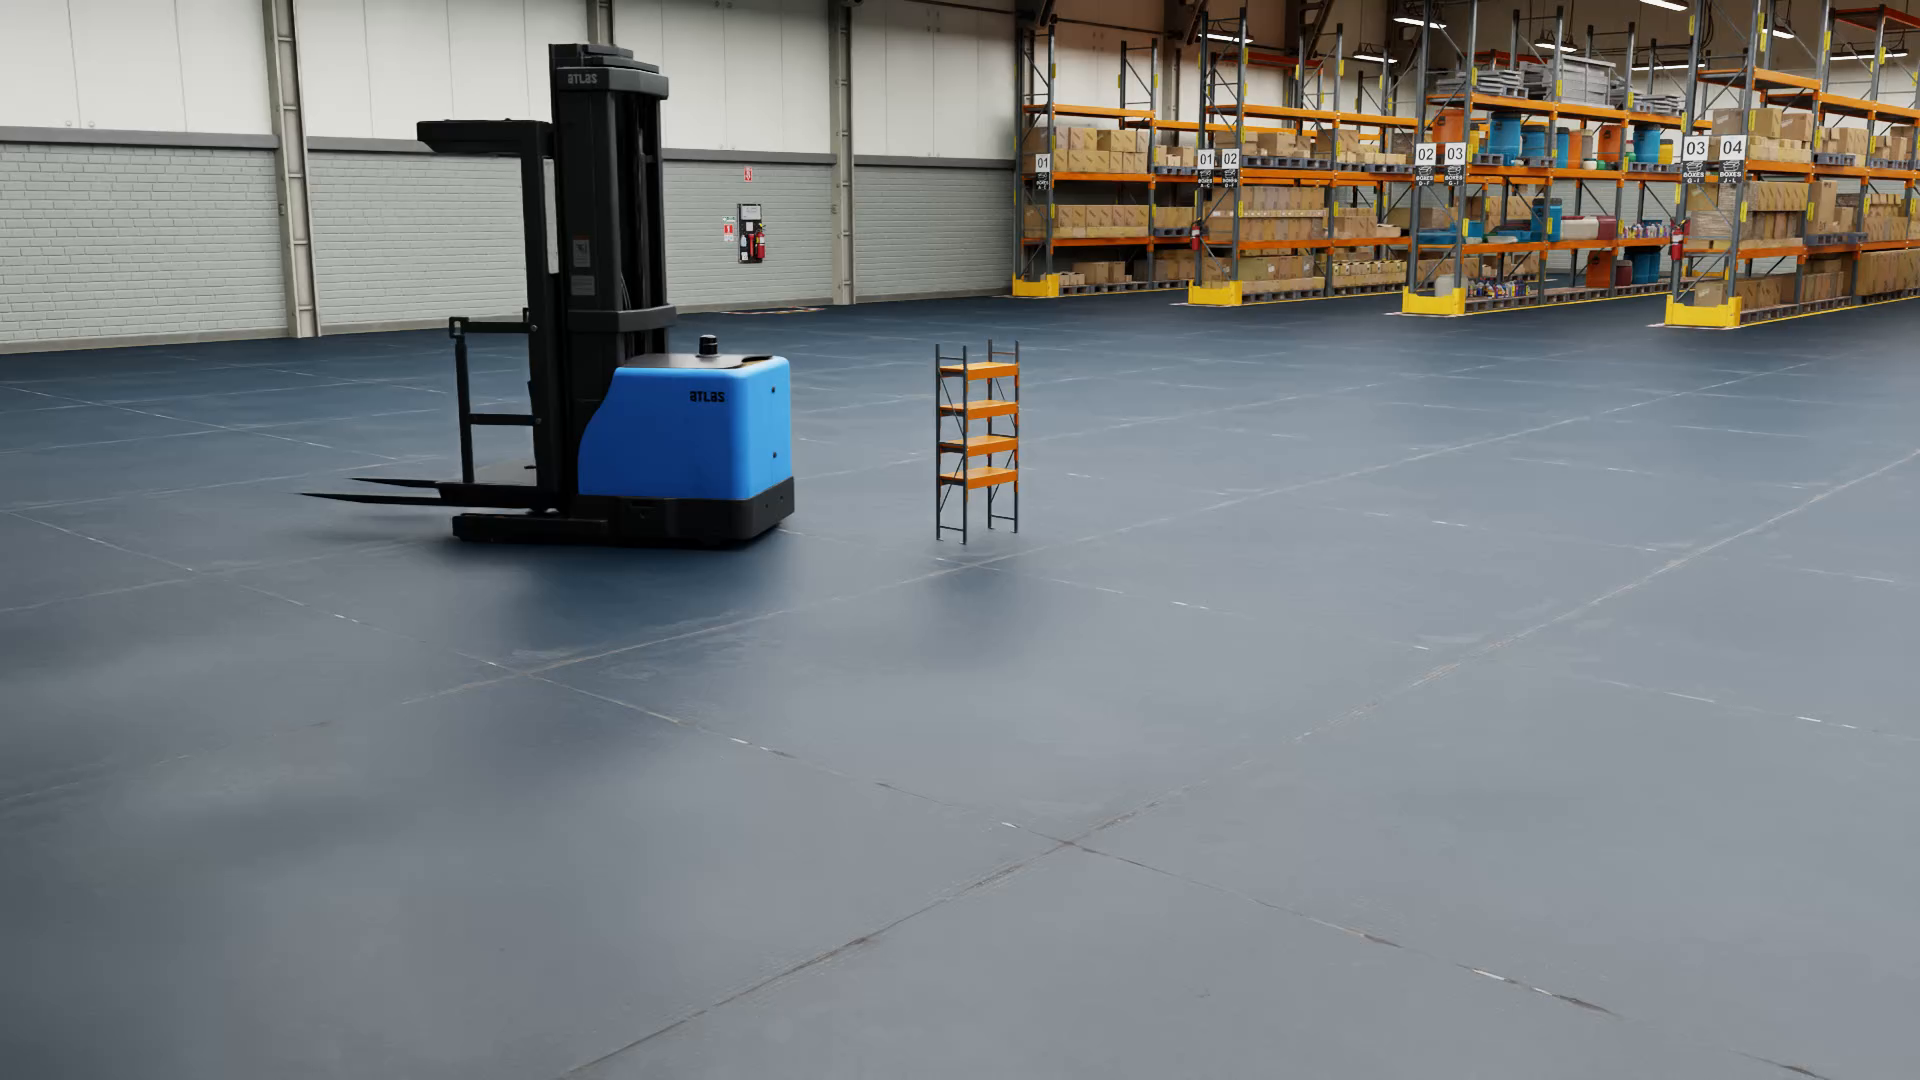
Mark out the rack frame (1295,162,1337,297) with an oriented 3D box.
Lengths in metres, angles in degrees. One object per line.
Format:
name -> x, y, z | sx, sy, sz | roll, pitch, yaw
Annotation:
rack frame -> 8.061, -7.072, 37.959 | 1.000, 3.000, 0.127 | 10, 15, 40

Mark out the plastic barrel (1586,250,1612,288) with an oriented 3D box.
plastic barrel -> 14.729, -6.235, 38.239 | 0.600, 0.830, 0.708 | 10, 15, 40

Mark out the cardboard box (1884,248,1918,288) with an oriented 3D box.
cardboard box -> 21.276, -6.218, 38.038 | 0.875, 0.875, 0.875 | 10, 15, 40

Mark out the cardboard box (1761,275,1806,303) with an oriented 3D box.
cardboard box -> 15.921, -4.868, 32.184 | 0.700, 0.500, 0.500 | 8, 14, 36

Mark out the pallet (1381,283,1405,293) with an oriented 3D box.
pallet -> 10.128, -6.177, 40.597 | 1.003, 0.211, 1.213 | 10, 15, 40

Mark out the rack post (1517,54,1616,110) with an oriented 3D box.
rack post -> 13.014, -9.771, 35.649 | 1.013, 1.000, 3.121 | 10, 15, 40

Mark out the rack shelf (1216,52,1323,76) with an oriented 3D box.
rack shelf -> 8.298, -12.813, 44.740 | 1.077, 0.370, 4.000 | 10, 15, 40

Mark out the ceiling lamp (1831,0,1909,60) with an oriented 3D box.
ceiling lamp -> 23.364, -14.070, 42.777 | 2.000, 3.185, 0.800 | 10, 15, 40

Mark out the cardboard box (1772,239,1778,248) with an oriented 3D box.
cardboard box -> 14.577, -5.379, 30.124 | 0.380, 0.149, 0.250 | 10, 15, 40

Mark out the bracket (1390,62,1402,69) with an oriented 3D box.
bracket -> 13.384, -14.586, 51.075 | 0.235, 0.232, 0.430 | 10, 15, 40

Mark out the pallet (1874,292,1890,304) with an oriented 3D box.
pallet -> 19.522, -5.296, 36.190 | 1.003, 0.211, 1.213 | 10, 15, 40

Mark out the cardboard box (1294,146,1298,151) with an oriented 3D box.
cardboard box -> 7.174, -8.654, 37.021 | 0.500, 0.311, 0.500 | 9, 14, 37

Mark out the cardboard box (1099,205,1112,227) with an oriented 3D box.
cardboard box -> 3.249, -7.683, 39.435 | 0.500, 0.500, 0.500 | 10, 15, 42

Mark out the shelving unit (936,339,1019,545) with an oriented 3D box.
shelving unit -> 0.109, -0.613, 10.216 | 0.258, 1.200, 0.503 | 10, 15, 40

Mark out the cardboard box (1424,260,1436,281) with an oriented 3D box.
cardboard box -> 11.557, -6.758, 41.647 | 0.500, 0.500, 0.500 | 9, 14, 38

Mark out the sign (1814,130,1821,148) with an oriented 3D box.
sign -> 15.912, -7.446, 30.854 | 0.100, 0.325, 0.005 | 10, 15, 40

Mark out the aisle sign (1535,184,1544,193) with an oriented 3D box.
aisle sign -> 16.257, -10.082, 46.396 | 0.394, 0.787, 0.004 | 10, 15, 40

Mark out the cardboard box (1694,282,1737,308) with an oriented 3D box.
cardboard box -> 13.284, -4.272, 29.250 | 0.500, 0.500, 0.500 | -9, 14, -37

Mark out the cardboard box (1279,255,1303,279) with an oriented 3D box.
cardboard box -> 7.253, -6.054, 36.899 | 0.500, 0.500, 0.500 | 10, 15, 40

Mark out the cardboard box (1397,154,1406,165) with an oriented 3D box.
cardboard box -> 10.444, -9.190, 40.214 | 0.500, 0.250, 0.500 | 8, 14, 36

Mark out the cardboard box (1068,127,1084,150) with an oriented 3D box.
cardboard box -> 2.502, -9.236, 38.276 | 0.500, 0.500, 0.500 | 10, 15, 40

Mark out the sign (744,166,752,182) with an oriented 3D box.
sign -> -4.192, -7.245, 32.908 | 0.001, 0.298, 0.199 | 10, 15, 40

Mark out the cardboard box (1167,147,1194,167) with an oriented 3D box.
cardboard box -> 5.572, -9.689, 42.077 | 0.500, 0.500, 0.500 | 9, 14, 38

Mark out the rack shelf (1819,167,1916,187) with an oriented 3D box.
rack shelf -> 19.460, -7.791, 35.740 | 1.077, 0.370, 4.000 | 10, 15, 40

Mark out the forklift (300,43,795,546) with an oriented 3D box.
forklift -> -2.638, -1.521, 10.341 | 3.031, 2.935, 1.130 | 2, 12, 11

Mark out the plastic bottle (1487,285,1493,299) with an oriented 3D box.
plastic bottle -> 10.569, -4.947, 33.161 | 0.097, 0.271, 0.097 | 0, 11, 0

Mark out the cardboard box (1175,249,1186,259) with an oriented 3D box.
cardboard box -> 5.439, -7.322, 42.556 | 0.500, 0.250, 0.500 | 9, 15, 39

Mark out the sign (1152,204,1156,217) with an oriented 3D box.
sign -> 4.750, -8.067, 40.732 | 0.100, 0.325, 0.005 | 10, 15, 40

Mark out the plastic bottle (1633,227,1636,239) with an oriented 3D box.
plastic bottle -> 15.591, -7.113, 38.495 | 0.097, 0.271, 0.097 | 0, 11, 0

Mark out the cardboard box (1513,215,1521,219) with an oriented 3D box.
cardboard box -> 14.885, -8.562, 45.163 | 0.500, 0.500, 0.500 | 9, 15, 40

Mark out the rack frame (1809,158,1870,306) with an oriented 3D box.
rack frame -> 18.140, -6.379, 34.490 | 1.000, 3.000, 0.127 | 10, 15, 40

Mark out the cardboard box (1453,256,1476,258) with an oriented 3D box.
cardboard box -> 13.504, -7.359, 44.657 | 0.500, 0.500, 0.500 | 10, 15, 40

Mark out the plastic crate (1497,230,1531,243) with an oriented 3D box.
plastic crate -> 11.252, -6.160, 33.773 | 0.499, 0.251, 0.616 | 10, 15, 40

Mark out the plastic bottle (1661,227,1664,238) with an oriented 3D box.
plastic bottle -> 16.801, -7.393, 39.886 | 0.152, 0.276, 0.135 | 10, 15, 40

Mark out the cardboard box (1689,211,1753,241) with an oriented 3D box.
cardboard box -> 13.243, -5.474, 28.946 | 0.875, 0.500, 0.500 | 10, 15, 40

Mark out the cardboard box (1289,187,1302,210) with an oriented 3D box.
cardboard box -> 7.109, -7.543, 36.750 | 0.700, 0.500, 0.500 | 10, 15, 40

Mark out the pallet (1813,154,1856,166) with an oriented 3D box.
pallet -> 16.669, -7.399, 32.420 | 1.213, 0.211, 1.003 | 10, 15, 40

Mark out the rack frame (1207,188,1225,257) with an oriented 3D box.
rack frame -> 6.977, -8.300, 44.109 | 1.000, 3.000, 0.127 | 10, 15, 40

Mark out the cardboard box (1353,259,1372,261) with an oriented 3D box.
cardboard box -> 9.794, -6.675, 40.491 | 0.500, 0.311, 0.500 | 9, 15, 39

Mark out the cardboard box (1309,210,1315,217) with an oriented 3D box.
cardboard box -> 7.706, -7.296, 37.171 | 0.380, 0.149, 0.250 | 9, 15, 39

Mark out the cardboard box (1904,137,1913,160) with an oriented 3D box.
cardboard box -> 21.252, -8.865, 37.697 | 0.700, 0.500, 0.500 | 9, 14, 37

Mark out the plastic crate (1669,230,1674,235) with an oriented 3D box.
plastic crate -> 17.474, -7.558, 40.913 | 0.396, 0.136, 0.243 | 10, 15, 40

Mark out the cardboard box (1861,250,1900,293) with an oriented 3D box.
cardboard box -> 19.784, -5.903, 36.460 | 1.225, 0.875, 0.875 | 9, 14, 38

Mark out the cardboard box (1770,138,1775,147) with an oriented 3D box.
cardboard box -> 14.099, -6.992, 29.268 | 0.380, 0.149, 0.250 | 9, 14, 38

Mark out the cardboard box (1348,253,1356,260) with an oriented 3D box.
cardboard box -> 11.210, -8.194, 48.886 | 0.700, 0.500, 0.500 | 9, 14, 39

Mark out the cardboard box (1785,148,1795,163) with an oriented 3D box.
cardboard box -> 14.710, -6.936, 30.003 | 0.500, 0.250, 0.500 | 10, 15, 40

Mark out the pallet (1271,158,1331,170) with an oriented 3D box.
pallet -> 7.517, -8.370, 37.029 | 1.003, 0.211, 1.213 | 10, 15, 40

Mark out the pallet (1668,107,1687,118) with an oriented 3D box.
pallet -> 16.537, -10.135, 39.483 | 1.003, 0.211, 1.213 | 10, 15, 40

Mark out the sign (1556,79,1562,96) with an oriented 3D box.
sign -> 12.185, -9.197, 33.818 | 0.100, 0.325, 0.005 | 10, 15, 40

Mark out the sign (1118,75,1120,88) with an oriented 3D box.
sign -> 3.916, -11.260, 40.823 | 0.100, 0.325, 0.005 | 10, 15, 40

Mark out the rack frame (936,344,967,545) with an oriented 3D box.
rack frame -> -0.052, -0.577, 10.036 | 0.240, 1.200, 0.015 | 10, 15, 40

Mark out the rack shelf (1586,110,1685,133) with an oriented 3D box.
rack shelf -> 15.740, -9.706, 38.691 | 1.077, 0.370, 4.000 | 10, 15, 40

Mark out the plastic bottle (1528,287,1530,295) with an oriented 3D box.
plastic bottle -> 11.773, -5.181, 34.512 | 0.097, 0.201, 0.097 | 0, 11, 0

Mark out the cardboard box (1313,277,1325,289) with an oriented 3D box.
cardboard box -> 7.919, -5.833, 37.704 | 0.500, 0.250, 0.500 | 10, 15, 40

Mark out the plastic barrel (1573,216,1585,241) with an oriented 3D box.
plastic barrel -> 13.345, -6.781, 36.158 | 0.433, 0.535, 0.433 | 0, 11, 0
